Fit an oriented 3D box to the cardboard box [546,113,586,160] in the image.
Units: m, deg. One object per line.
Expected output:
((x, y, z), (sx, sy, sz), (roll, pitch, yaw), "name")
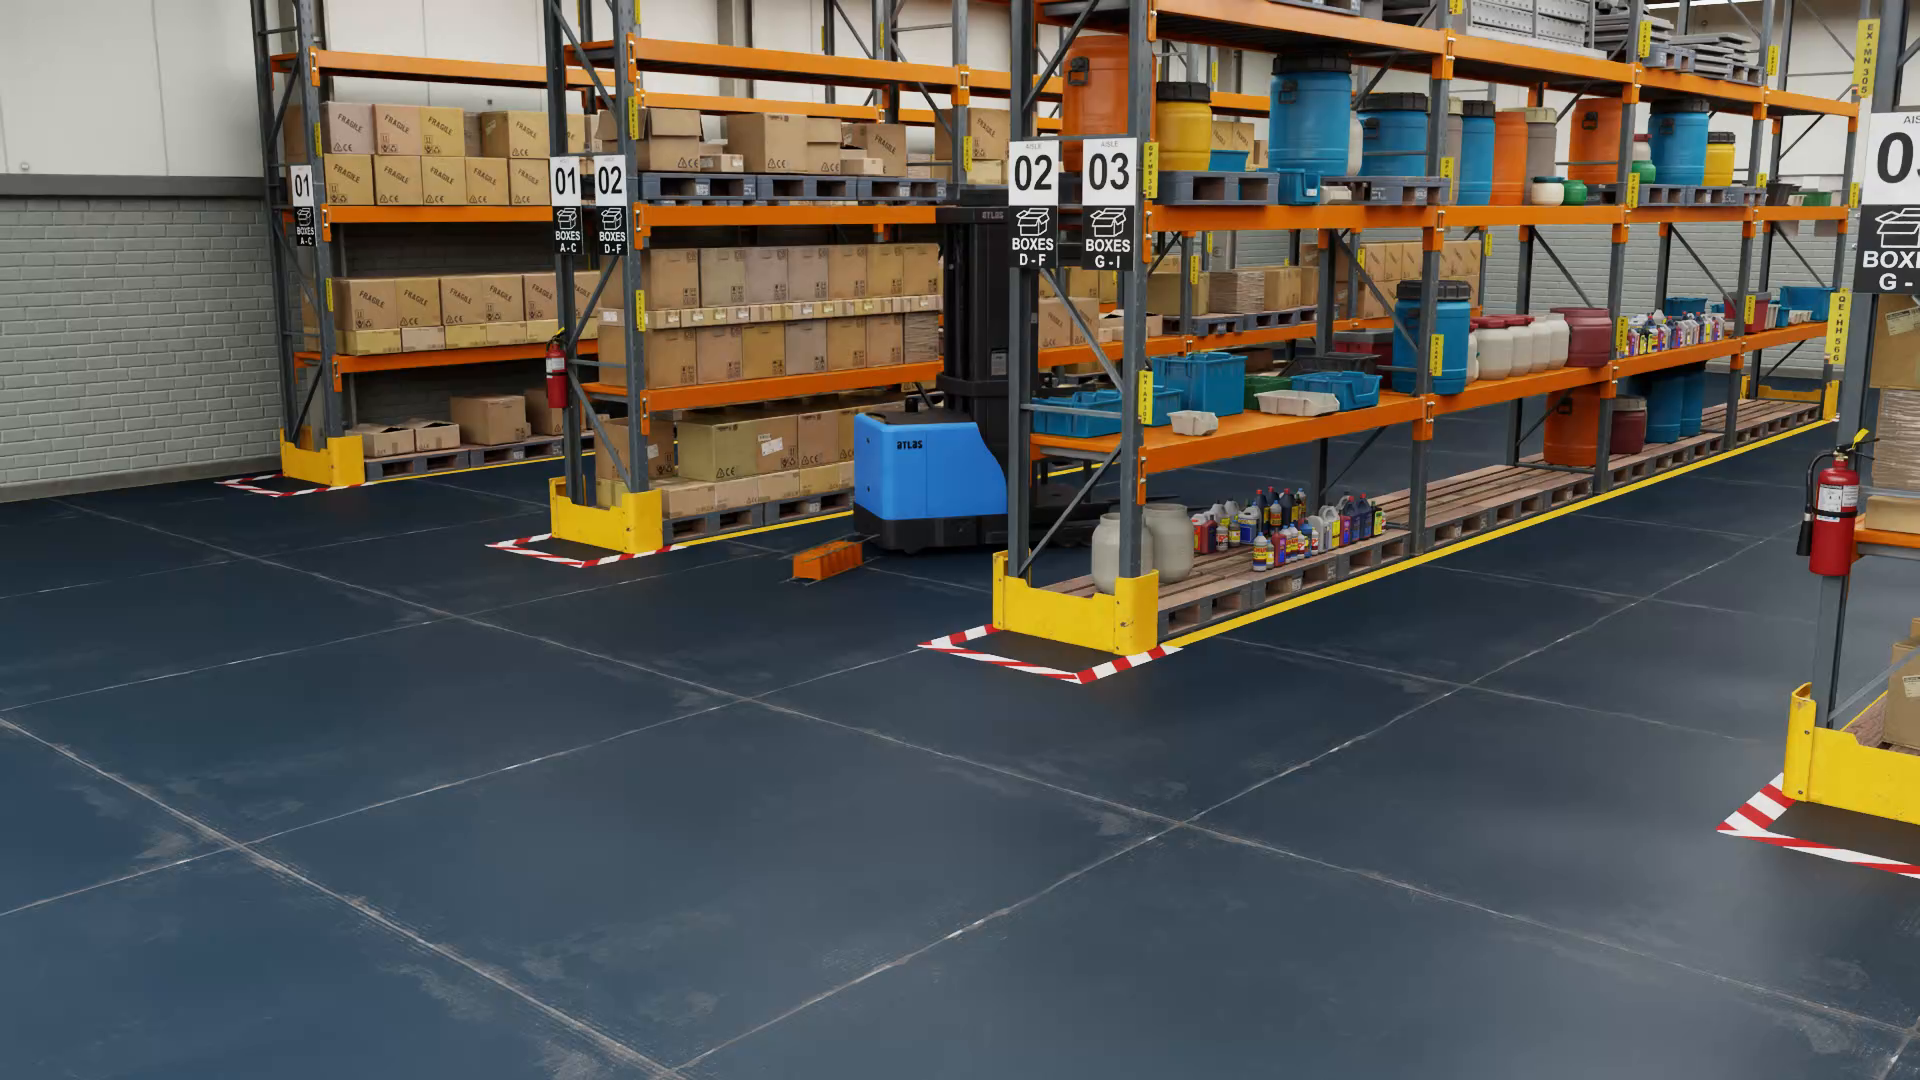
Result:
((-4.551, -4.514, 18.633), (0.500, 0.500, 0.500), (11, 16, 43), "cardboard box")

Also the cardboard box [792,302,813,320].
((-1.549, -2.079, 15.052), (0.380, 0.149, 0.250), (10, 15, 41), "cardboard box")

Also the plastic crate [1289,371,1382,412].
((2.847, -1.133, 12.605), (0.499, 0.251, 0.616), (10, 15, 40), "plastic crate")

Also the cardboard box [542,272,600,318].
((-4.473, -2.805, 19.014), (0.500, 0.500, 0.500), (10, 15, 40), "cardboard box")

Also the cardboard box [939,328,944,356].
((-0.053, -2.049, 17.196), (0.500, 0.250, 0.500), (11, 16, 44), "cardboard box")

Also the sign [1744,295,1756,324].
((9.066, -2.645, 19.090), (0.100, 0.325, 0.005), (10, 15, 40), "sign")

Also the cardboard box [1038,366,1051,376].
((0.881, -2.901, 25.494), (0.750, 0.750, 0.750), (10, 15, 41), "cardboard box")

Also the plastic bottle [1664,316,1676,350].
((7.566, -2.217, 17.779), (0.144, 0.351, 0.185), (10, 15, 40), "plastic bottle")

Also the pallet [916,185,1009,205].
((0.228, -3.553, 17.173), (0.805, 0.209, 1.217), (9, 14, 38), "pallet")

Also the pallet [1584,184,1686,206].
((6.592, -3.471, 16.753), (1.003, 0.211, 1.213), (10, 15, 40), "pallet")

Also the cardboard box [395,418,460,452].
((-5.808, -1.167, 18.139), (0.500, 0.311, 0.500), (-11, 15, -43), "cardboard box")

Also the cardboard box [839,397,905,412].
((-0.825, -1.102, 16.101), (0.500, 0.500, 0.500), (10, 15, 40), "cardboard box")

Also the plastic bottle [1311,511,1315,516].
((2.731, -0.089, 12.811), (0.061, 0.283, 0.133), (10, 15, 40), "plastic bottle")

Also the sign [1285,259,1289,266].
((4.524, -3.715, 22.944), (0.100, 0.325, 0.005), (10, 15, 40), "sign")

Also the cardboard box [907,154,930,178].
((-0.841, -5.172, 23.413), (0.700, 0.500, 0.500), (9, 14, 37), "cardboard box")

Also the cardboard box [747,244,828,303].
((-1.627, -2.442, 15.213), (0.700, 0.500, 0.500), (10, 15, 40), "cardboard box")

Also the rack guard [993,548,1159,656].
((0.748, 0.393, 10.966), (1.175, 0.500, 0.348), (10, 15, 40), "rack guard")

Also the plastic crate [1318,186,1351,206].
((2.618, -2.457, 11.869), (0.243, 0.136, 0.396), (10, 15, 40), "plastic crate")

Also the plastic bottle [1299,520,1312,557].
((2.590, -0.015, 12.468), (0.097, 0.271, 0.097), (0, 11, 0), "plastic bottle")

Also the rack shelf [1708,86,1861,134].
((9.975, -5.268, 20.469), (1.077, 0.370, 4.000), (10, 15, 40), "rack shelf")

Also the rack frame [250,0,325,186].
((-6.709, -5.038, 16.460), (1.000, 3.000, 0.127), (10, 15, 40), "rack frame")

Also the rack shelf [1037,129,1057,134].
((2.533, -6.549, 26.882), (1.077, 0.370, 4.000), (10, 15, 40), "rack shelf")

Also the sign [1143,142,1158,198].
((1.144, -2.219, 9.981), (0.100, 0.325, 0.005), (10, 15, 40), "sign")

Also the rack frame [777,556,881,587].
((-1.011, 0.234, 13.013), (0.240, 0.006, 1.200), (5, 13, 25), "rack frame")

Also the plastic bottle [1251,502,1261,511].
((2.336, -0.162, 13.208), (0.097, 0.271, 0.097), (0, 11, 0), "plastic bottle")

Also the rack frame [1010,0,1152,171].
((0.733, -3.757, 10.047), (1.000, 3.000, 0.127), (10, 15, 40), "rack frame")

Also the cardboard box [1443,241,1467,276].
((7.157, -4.174, 24.644), (0.500, 0.500, 0.500), (10, 15, 42), "cardboard box")

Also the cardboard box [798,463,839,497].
((-1.473, -0.584, 15.427), (0.500, 0.250, 0.500), (10, 15, 40), "cardboard box")

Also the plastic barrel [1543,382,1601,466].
((6.324, -1.208, 17.070), (0.600, 0.830, 0.708), (10, 15, 40), "plastic barrel")

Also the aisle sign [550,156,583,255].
((-3.249, -2.759, 13.731), (0.394, 0.787, 0.004), (10, 15, 40), "aisle sign")

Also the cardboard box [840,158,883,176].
((-0.936, -3.454, 15.401), (0.380, 0.149, 0.250), (10, 15, 40), "cardboard box")

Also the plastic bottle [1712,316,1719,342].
((8.519, -2.384, 18.786), (0.061, 0.283, 0.133), (10, 15, 40), "plastic bottle")

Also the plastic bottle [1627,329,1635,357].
((6.794, -1.999, 16.861), (0.061, 0.283, 0.133), (10, 15, 40), "plastic bottle")

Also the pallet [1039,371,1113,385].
((1.773, -2.596, 26.670), (1.003, 0.211, 1.213), (10, 15, 40), "pallet")

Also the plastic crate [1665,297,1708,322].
((8.706, -2.715, 20.035), (0.392, 0.384, 0.575), (10, 15, 40), "plastic crate")

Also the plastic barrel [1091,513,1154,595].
((1.110, 0.092, 11.371), (0.421, 0.512, 0.421), (0, 11, 0), "plastic barrel")

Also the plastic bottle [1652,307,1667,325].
((8.152, -2.541, 19.400), (0.144, 0.351, 0.185), (10, 15, 40), "plastic bottle")

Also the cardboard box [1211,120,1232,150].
((2.925, -4.782, 20.028), (0.500, 0.500, 0.500), (10, 15, 40), "cardboard box")

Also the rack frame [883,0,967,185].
((-0.345, -4.987, 16.203), (1.000, 3.000, 0.127), (10, 15, 40), "rack frame")

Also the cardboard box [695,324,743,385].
((-2.324, -1.650, 14.560), (0.700, 0.500, 0.500), (10, 15, 42), "cardboard box")

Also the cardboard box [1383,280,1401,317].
((5.813, -3.386, 23.252), (0.500, 0.500, 0.500), (10, 15, 41), "cardboard box")

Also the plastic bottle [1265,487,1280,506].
((2.529, -0.255, 13.472), (0.144, 0.351, 0.185), (10, 15, 42), "plastic bottle")

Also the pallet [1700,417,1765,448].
((9.111, -1.327, 20.314), (1.003, 0.211, 1.213), (10, 15, 40), "pallet")

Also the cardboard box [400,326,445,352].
((-5.816, -2.141, 17.606), (0.500, 0.250, 0.500), (9, 15, 39), "cardboard box")

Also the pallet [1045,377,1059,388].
((0.760, -2.371, 25.543), (1.003, 0.211, 1.213), (10, 15, 40), "pallet")

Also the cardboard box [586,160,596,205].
((-4.218, -4.108, 19.155), (0.500, 0.500, 0.500), (10, 15, 42), "cardboard box")

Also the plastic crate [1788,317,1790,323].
((10.344, -2.795, 21.067), (0.298, 0.136, 0.250), (10, 15, 40), "plastic crate")

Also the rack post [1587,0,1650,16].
((6.455, -5.314, 16.527), (0.624, 0.289, 0.986), (10, 15, 40), "rack post")

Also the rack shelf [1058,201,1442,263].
((2.053, -2.228, 11.885), (1.077, 0.370, 4.000), (10, 15, 40), "rack shelf")

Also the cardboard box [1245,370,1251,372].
((3.420, -1.945, 21.551), (0.500, 0.500, 0.500), (9, 14, 38), "cardboard box")

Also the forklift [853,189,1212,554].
((0.656, -1.474, 14.106), (3.031, 2.935, 1.130), (-4, 12, -18), "forklift")

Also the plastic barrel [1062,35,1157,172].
((0.959, -2.791, 10.698), (0.600, 0.830, 0.708), (10, 15, 40), "plastic barrel")

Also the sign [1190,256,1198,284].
((2.715, -3.130, 19.267), (0.100, 0.325, 0.005), (10, 15, 40), "sign")

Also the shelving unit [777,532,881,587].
((-1.011, 0.144, 12.995), (0.258, 0.189, 1.200), (5, 13, 25), "shelving unit")

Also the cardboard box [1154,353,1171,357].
((3.136, -3.241, 28.088), (0.700, 0.500, 0.500), (10, 15, 40), "cardboard box")
